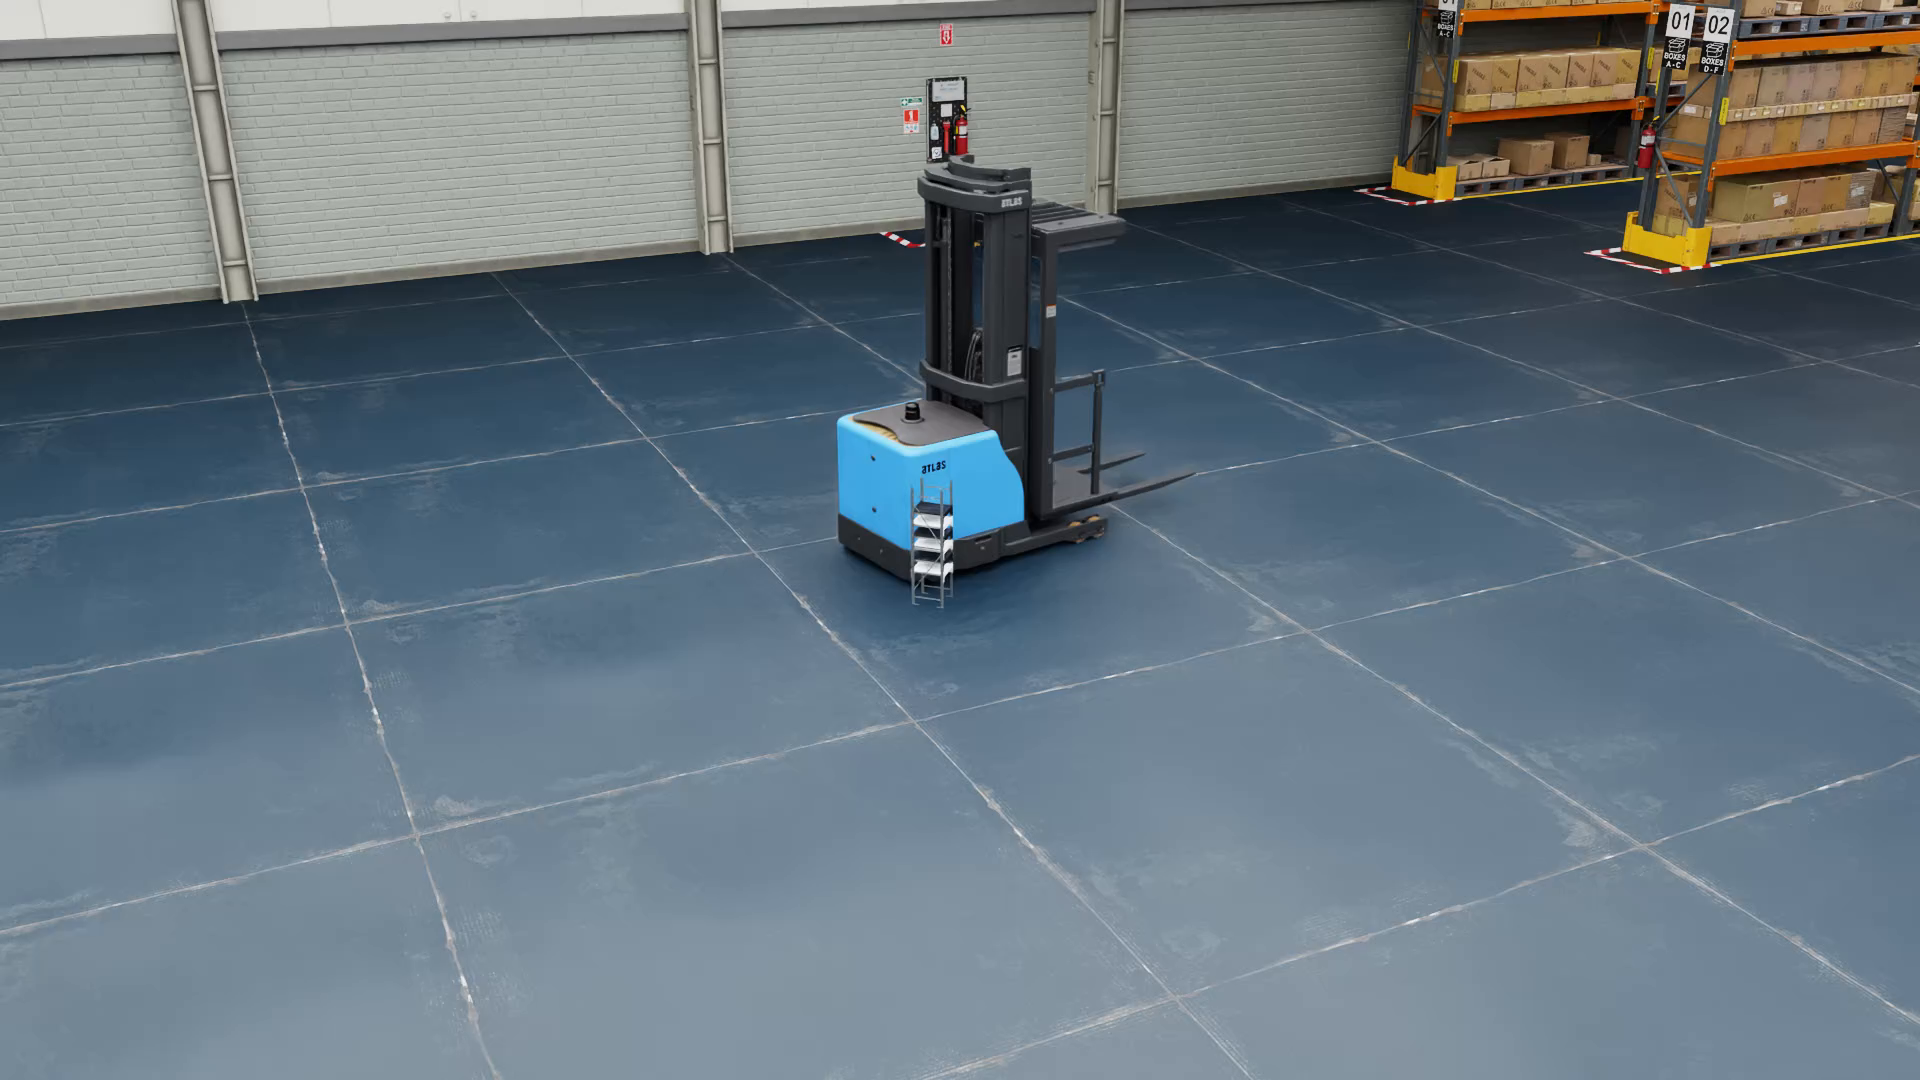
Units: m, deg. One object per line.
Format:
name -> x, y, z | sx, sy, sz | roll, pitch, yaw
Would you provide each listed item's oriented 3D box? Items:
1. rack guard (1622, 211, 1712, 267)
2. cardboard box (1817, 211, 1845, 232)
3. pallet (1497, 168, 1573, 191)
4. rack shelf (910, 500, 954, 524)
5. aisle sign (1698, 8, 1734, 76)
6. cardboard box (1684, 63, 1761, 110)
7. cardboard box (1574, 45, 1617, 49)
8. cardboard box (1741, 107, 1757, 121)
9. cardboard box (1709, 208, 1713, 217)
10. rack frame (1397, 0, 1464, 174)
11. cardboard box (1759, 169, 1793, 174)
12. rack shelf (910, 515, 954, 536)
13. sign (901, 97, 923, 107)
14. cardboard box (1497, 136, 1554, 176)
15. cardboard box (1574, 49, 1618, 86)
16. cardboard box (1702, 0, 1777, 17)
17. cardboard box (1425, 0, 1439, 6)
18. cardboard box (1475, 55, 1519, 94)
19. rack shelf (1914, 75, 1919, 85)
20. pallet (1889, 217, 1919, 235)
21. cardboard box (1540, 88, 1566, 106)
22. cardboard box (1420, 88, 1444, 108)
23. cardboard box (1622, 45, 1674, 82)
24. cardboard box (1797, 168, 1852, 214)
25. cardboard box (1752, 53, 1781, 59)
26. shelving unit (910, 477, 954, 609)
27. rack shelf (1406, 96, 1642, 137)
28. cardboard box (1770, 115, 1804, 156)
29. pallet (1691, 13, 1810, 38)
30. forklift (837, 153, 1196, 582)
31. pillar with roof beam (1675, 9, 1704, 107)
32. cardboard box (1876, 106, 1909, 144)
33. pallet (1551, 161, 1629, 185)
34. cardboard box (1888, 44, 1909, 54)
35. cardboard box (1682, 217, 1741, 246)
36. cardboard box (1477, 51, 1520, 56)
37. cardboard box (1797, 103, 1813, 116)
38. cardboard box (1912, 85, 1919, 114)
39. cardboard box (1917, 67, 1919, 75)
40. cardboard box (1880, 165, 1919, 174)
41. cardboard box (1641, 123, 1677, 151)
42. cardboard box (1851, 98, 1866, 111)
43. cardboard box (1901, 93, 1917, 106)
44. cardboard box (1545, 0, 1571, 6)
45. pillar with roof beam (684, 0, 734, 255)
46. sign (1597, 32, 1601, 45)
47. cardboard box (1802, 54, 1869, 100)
rack guard -> 9.387, -4.009, 22.104 | 0.348, 0.500, 1.175 | -10, 25, -24
cardboard box -> 11.790, -4.435, 22.912 | 0.500, 0.250, 0.500 | -10, 25, -24
pallet -> 9.170, -5.922, 27.103 | 1.213, 0.211, 1.003 | -10, 25, -24
rack shelf -> -0.199, -0.196, 11.751 | 0.258, 0.077, 0.200 | 7, 24, 17
aisle sign -> 9.482, -6.253, 20.857 | 0.004, 0.787, 0.394 | -10, 25, -24
cardboard box -> 9.882, -5.895, 21.566 | 0.500, 0.500, 0.700 | -10, 25, -23
cardboard box -> 10.347, -7.818, 27.228 | 0.500, 0.500, 0.500 | -11, 25, -25
cardboard box -> 10.092, -5.549, 21.578 | 0.250, 0.149, 0.380 | -11, 25, -25
cardboard box -> 10.209, -4.369, 22.752 | 0.500, 0.250, 0.500 | -10, 25, -24
rack frame -> 7.256, -6.874, 25.758 | 0.127, 3.000, 1.000 | -10, 25, -24
cardboard box -> 11.108, -4.883, 23.013 | 0.500, 0.500, 0.500 | -10, 25, -24
rack shelf -> -0.199, -0.113, 11.786 | 0.258, 0.077, 0.200 | 7, 24, 17
sign -> -0.672, -6.099, 23.147 | 0.331, 0.109, 0.001 | -10, 25, -24
cardboard box -> 9.115, -6.205, 26.835 | 0.500, 0.500, 0.700 | -12, 25, -27
cardboard box -> 10.122, -7.555, 26.591 | 0.500, 0.500, 0.500 | -11, 25, -24
cardboard box -> 9.928, -6.954, 21.162 | 0.637, 0.503, 0.797 | -9, 24, -20
cardboard box -> 7.523, -8.472, 25.540 | 0.500, 0.500, 0.500 | -9, 24, -20
cardboard box -> 8.267, -7.215, 25.771 | 0.500, 0.500, 0.500 | -10, 25, -23
rack shelf -> 16.267, -8.201, 29.903 | 4.000, 0.370, 1.077 | -10, 25, -24
pallet -> 13.659, -4.679, 24.100 | 1.213, 0.211, 1.003 | -10, 25, -24
cardboard box -> 9.214, -7.042, 26.334 | 0.500, 0.250, 0.500 | -10, 25, -23
cardboard box -> 7.594, -6.959, 26.132 | 0.500, 0.250, 0.500 | -10, 25, -23
cardboard box -> 11.334, -7.860, 27.434 | 0.500, 0.500, 0.700 | -10, 25, -23
cardboard box -> 11.785, -4.786, 22.779 | 0.500, 0.500, 0.500 | -10, 25, -24
cardboard box -> 13.554, -8.267, 28.418 | 0.500, 0.500, 0.700 | -13, 26, -29
shelving unit -> -0.199, 0.023, 11.842 | 0.258, 0.900, 0.210 | 7, 24, 17
rack shelf -> 9.059, -6.874, 26.697 | 4.000, 0.370, 1.077 | -10, 25, -24
cardboard box -> 10.755, -5.456, 22.202 | 0.500, 0.500, 0.700 | -10, 25, -23
pallet -> 10.057, -6.621, 21.341 | 1.213, 0.211, 1.003 | -10, 25, -24
forklift -> 0.550, -1.476, 12.806 | 3.031, 2.935, 1.130 | -16, 27, -33
pillar with roof beam -> 14.786, -9.572, 24.432 | 0.400, 9.000, 9.100 | -10, 25, -24
cardboard box -> 12.615, -5.802, 23.036 | 0.500, 0.500, 0.700 | -11, 25, -25
pallet -> 10.271, -6.126, 27.596 | 1.213, 0.211, 1.003 | -10, 25, -24
cardboard box -> 16.403, -8.641, 29.481 | 0.500, 0.500, 0.500 | -10, 24, -22
cardboard box -> 9.988, -4.104, 22.111 | 0.500, 0.250, 0.500 | -10, 25, -24
cardboard box -> 8.511, -7.480, 26.410 | 0.500, 0.500, 0.500 | -11, 25, -25
cardboard box -> 11.015, -5.719, 21.988 | 0.250, 0.149, 0.380 | -11, 25, -24
cardboard box -> 17.540, -7.913, 30.529 | 0.750, 0.750, 0.750 | -10, 25, -23
cardboard box -> 17.205, -8.463, 29.898 | 0.250, 0.149, 0.380 | -10, 25, -24
cardboard box -> 13.719, -5.268, 24.192 | 0.500, 0.311, 0.500 | -10, 24, -22
cardboard box -> 11.961, -6.817, 28.313 | 0.500, 0.500, 0.700 | -11, 25, -25
cardboard box -> 11.943, -5.890, 22.402 | 0.250, 0.149, 0.380 | -11, 25, -24
cardboard box -> 12.860, -6.058, 22.808 | 0.250, 0.149, 0.380 | -10, 25, -24
cardboard box -> 9.105, -8.546, 25.717 | 0.500, 0.500, 0.500 | -9, 24, -20
pillar with roof beam -> -1.434, -6.586, 17.219 | 0.400, 9.000, 9.100 | -10, 25, -24
sign -> 10.617, -8.264, 27.600 | 0.005, 0.325, 0.100 | -10, 25, -24
cardboard box -> 11.709, -6.234, 22.385 | 0.500, 0.500, 0.700 | -10, 25, -24
